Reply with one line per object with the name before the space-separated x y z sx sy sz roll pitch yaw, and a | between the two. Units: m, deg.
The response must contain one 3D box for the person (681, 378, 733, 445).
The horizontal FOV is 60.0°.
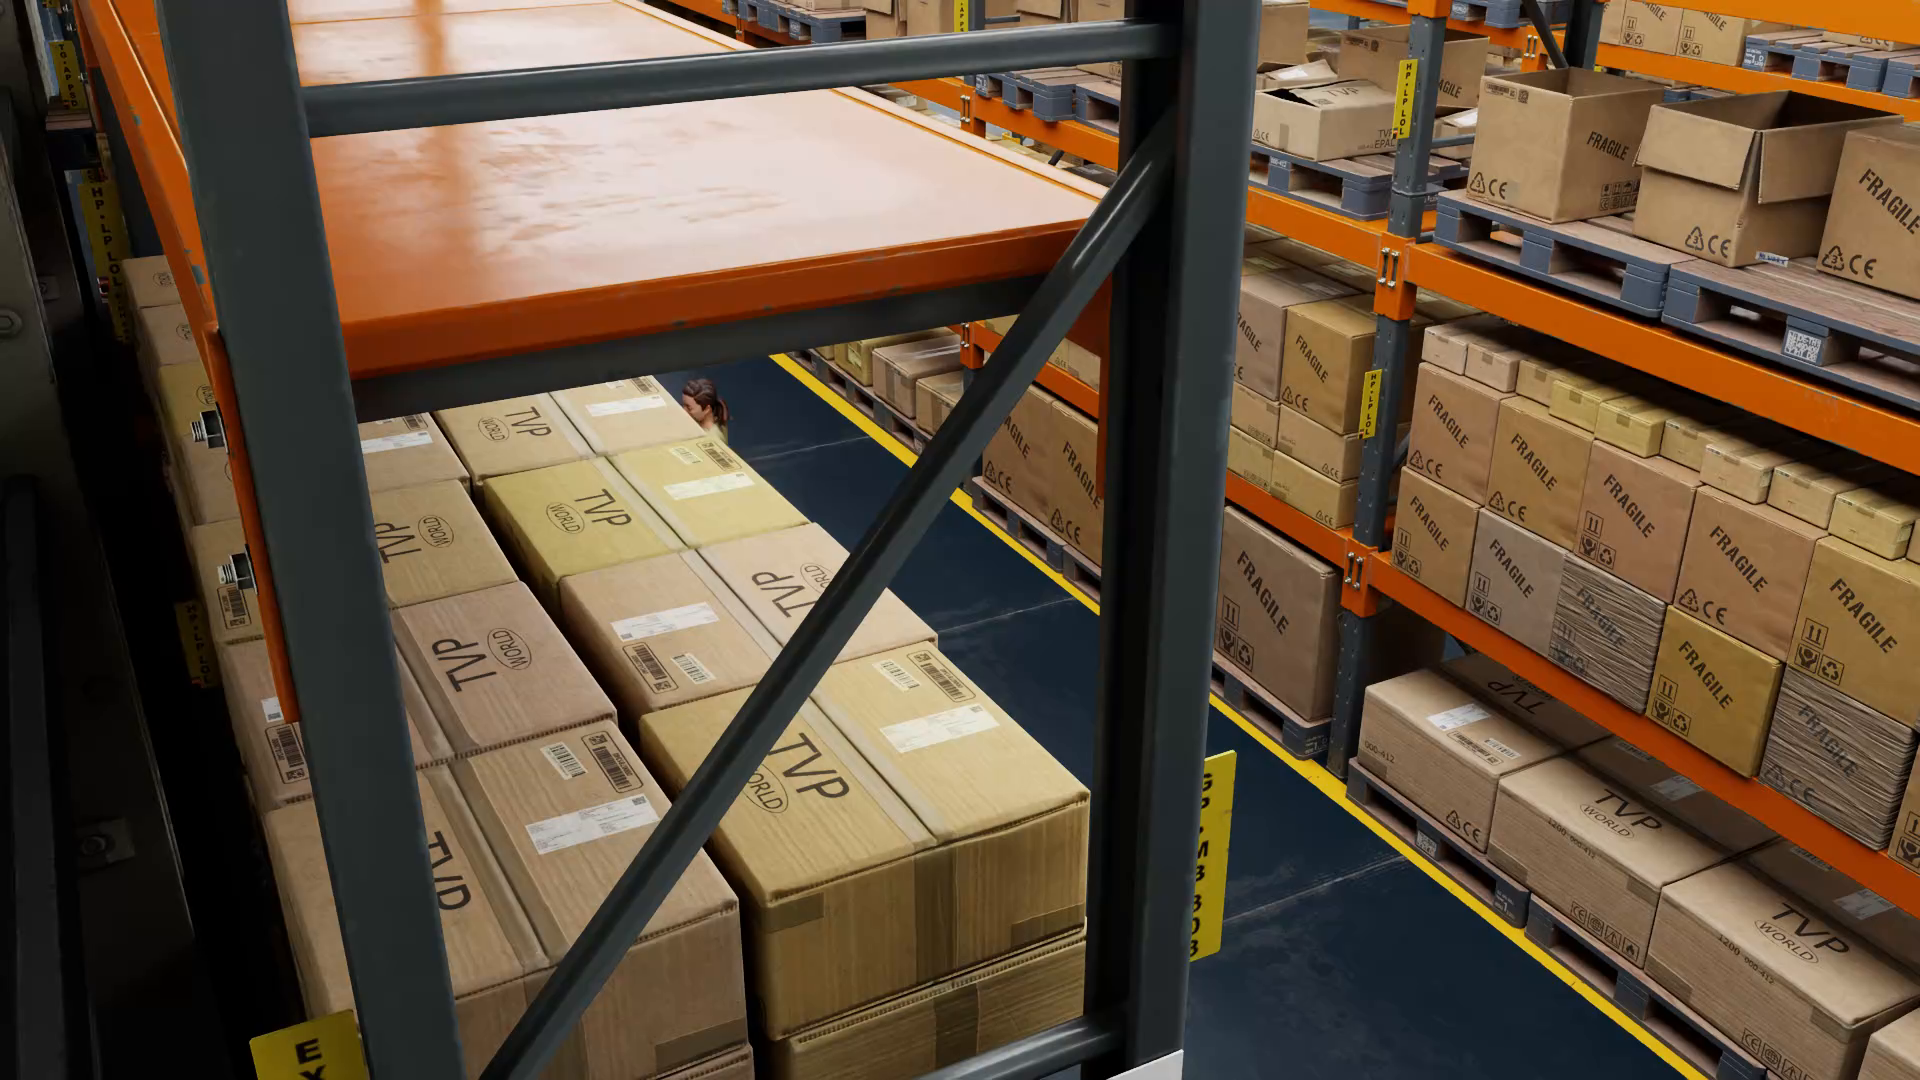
person | -1.556 -0.196 9.655 1.042 1.552 0.425 2 26 3
